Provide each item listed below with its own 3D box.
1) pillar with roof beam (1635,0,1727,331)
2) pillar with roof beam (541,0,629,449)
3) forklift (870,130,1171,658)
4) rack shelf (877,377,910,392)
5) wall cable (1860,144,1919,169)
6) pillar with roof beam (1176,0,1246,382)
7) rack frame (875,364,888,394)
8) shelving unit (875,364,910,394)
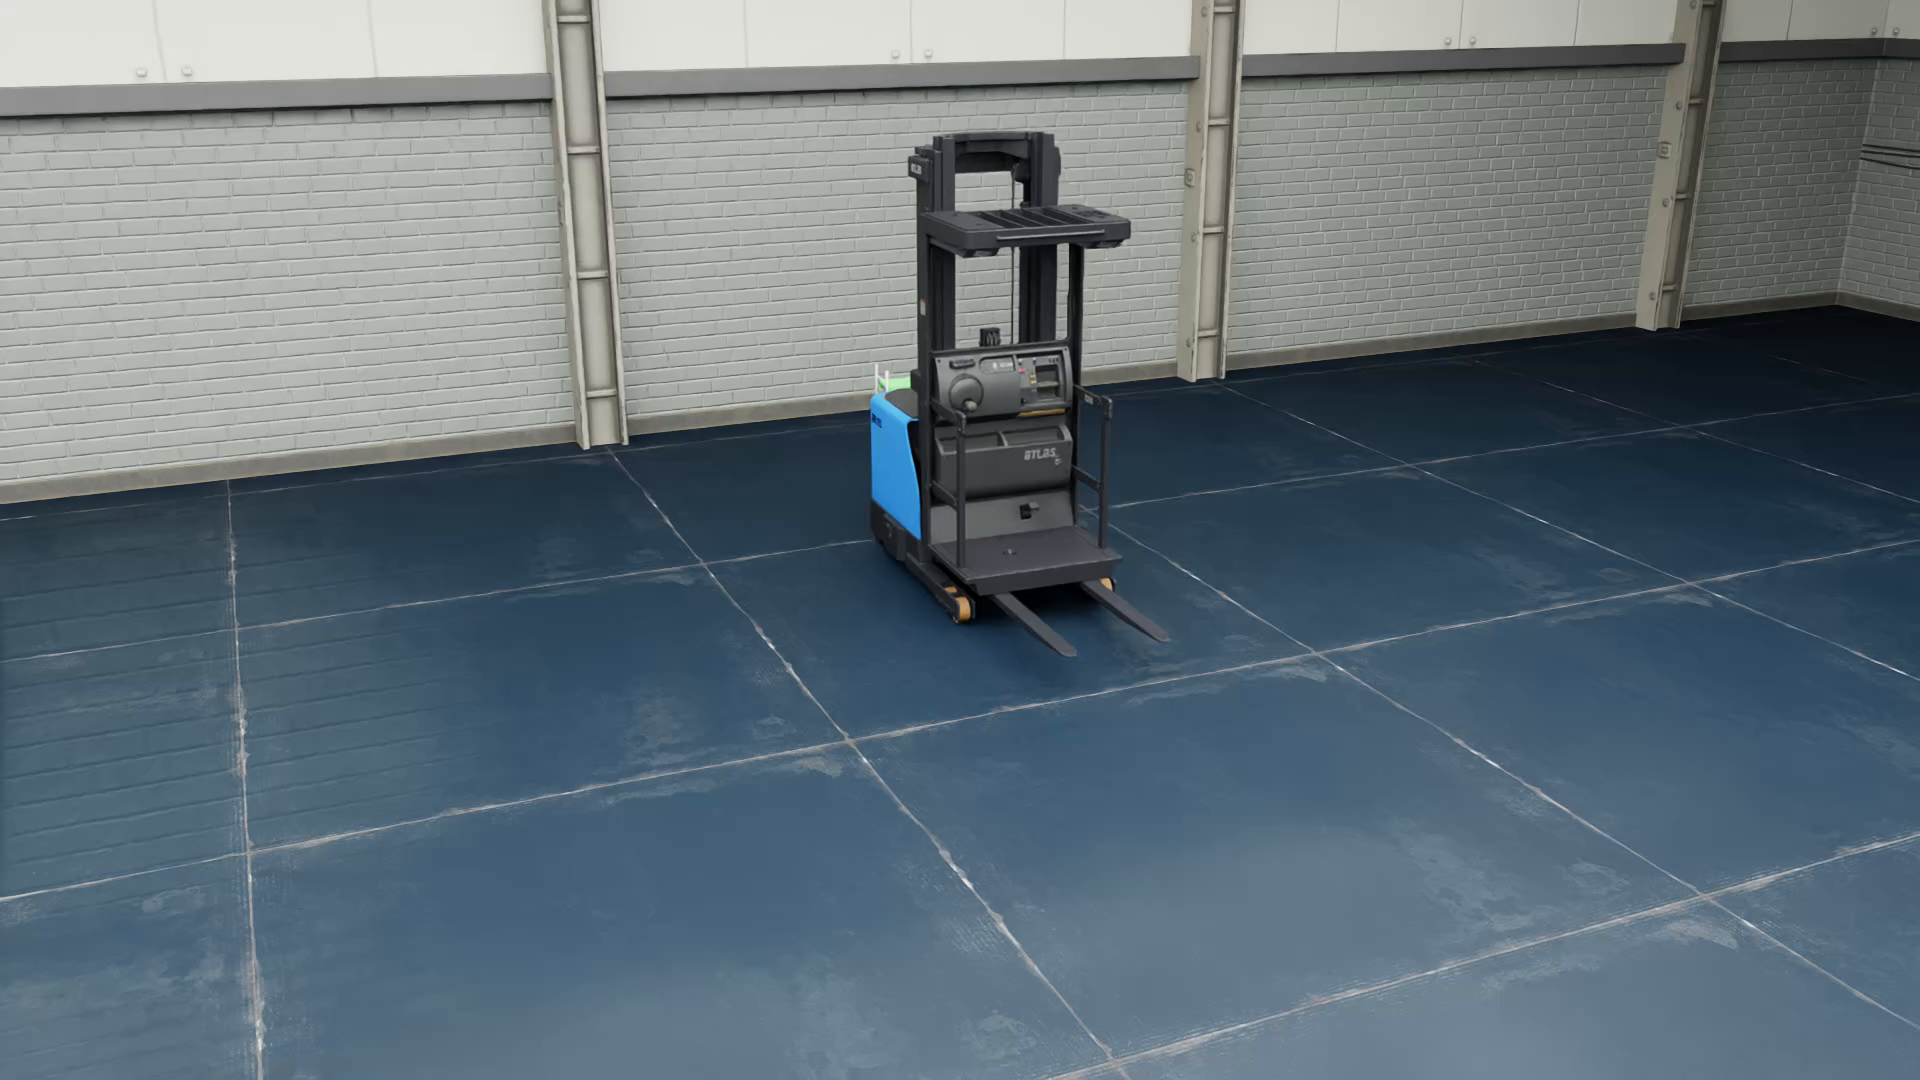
[{"bbox_3d":[9.624,-5.357,13.686,0.400,9.000,9.100,-8,21,-22],"label":"pillar with roof beam"},{"bbox_3d":[-1.395,-3.778,9.202,0.400,9.000,9.100,-8,21,-22],"label":"pillar with roof beam"},{"bbox_3d":[0.366,-1.015,10.492,1.130,2.935,3.031,-7,21,-20],"label":"forklift"},{"bbox_3d":[-0.335,-1.091,12.062,0.480,0.148,0.258,-8,21,-21],"label":"rack shelf"},{"bbox_3d":[11.147,-5.189,17.885,0.112,2.526,3.097,-8,21,-22],"label":"wall cable"},{"bbox_3d":[4.114,-4.567,11.444,0.400,9.000,9.100,-8,21,-22],"label":"pillar with roof beam"},{"bbox_3d":[-0.561,-0.668,12.114,0.015,1.200,0.240,-8,21,-21],"label":"rack frame"},{"bbox_3d":[-0.335,-0.699,12.200,0.503,1.200,0.258,-8,21,-21],"label":"shelving unit"}]
